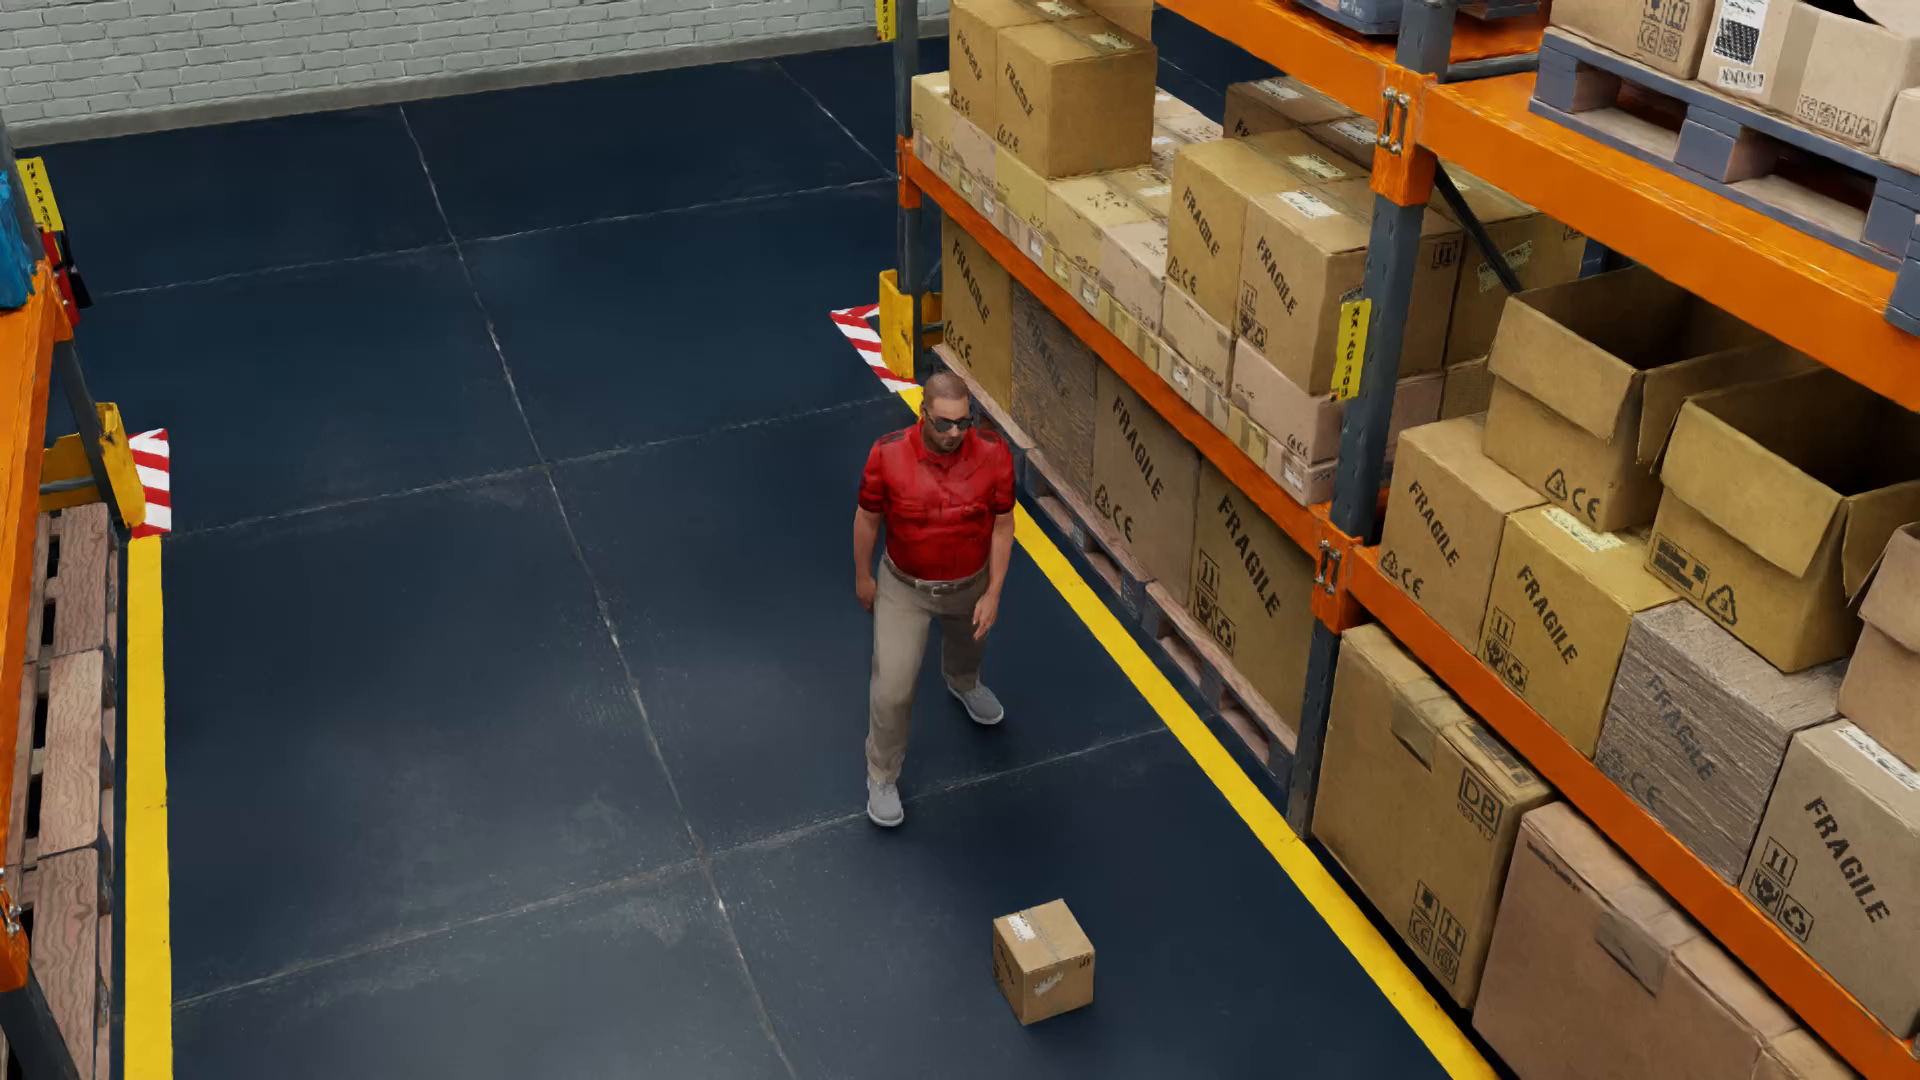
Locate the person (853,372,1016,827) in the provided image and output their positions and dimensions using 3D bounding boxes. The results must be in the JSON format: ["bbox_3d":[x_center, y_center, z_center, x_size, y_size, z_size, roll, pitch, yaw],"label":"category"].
[{"bbox_3d":[-0.097,0.131,5.978,0.615,1.679,0.806,-6,34,-10],"label":"person"}]
